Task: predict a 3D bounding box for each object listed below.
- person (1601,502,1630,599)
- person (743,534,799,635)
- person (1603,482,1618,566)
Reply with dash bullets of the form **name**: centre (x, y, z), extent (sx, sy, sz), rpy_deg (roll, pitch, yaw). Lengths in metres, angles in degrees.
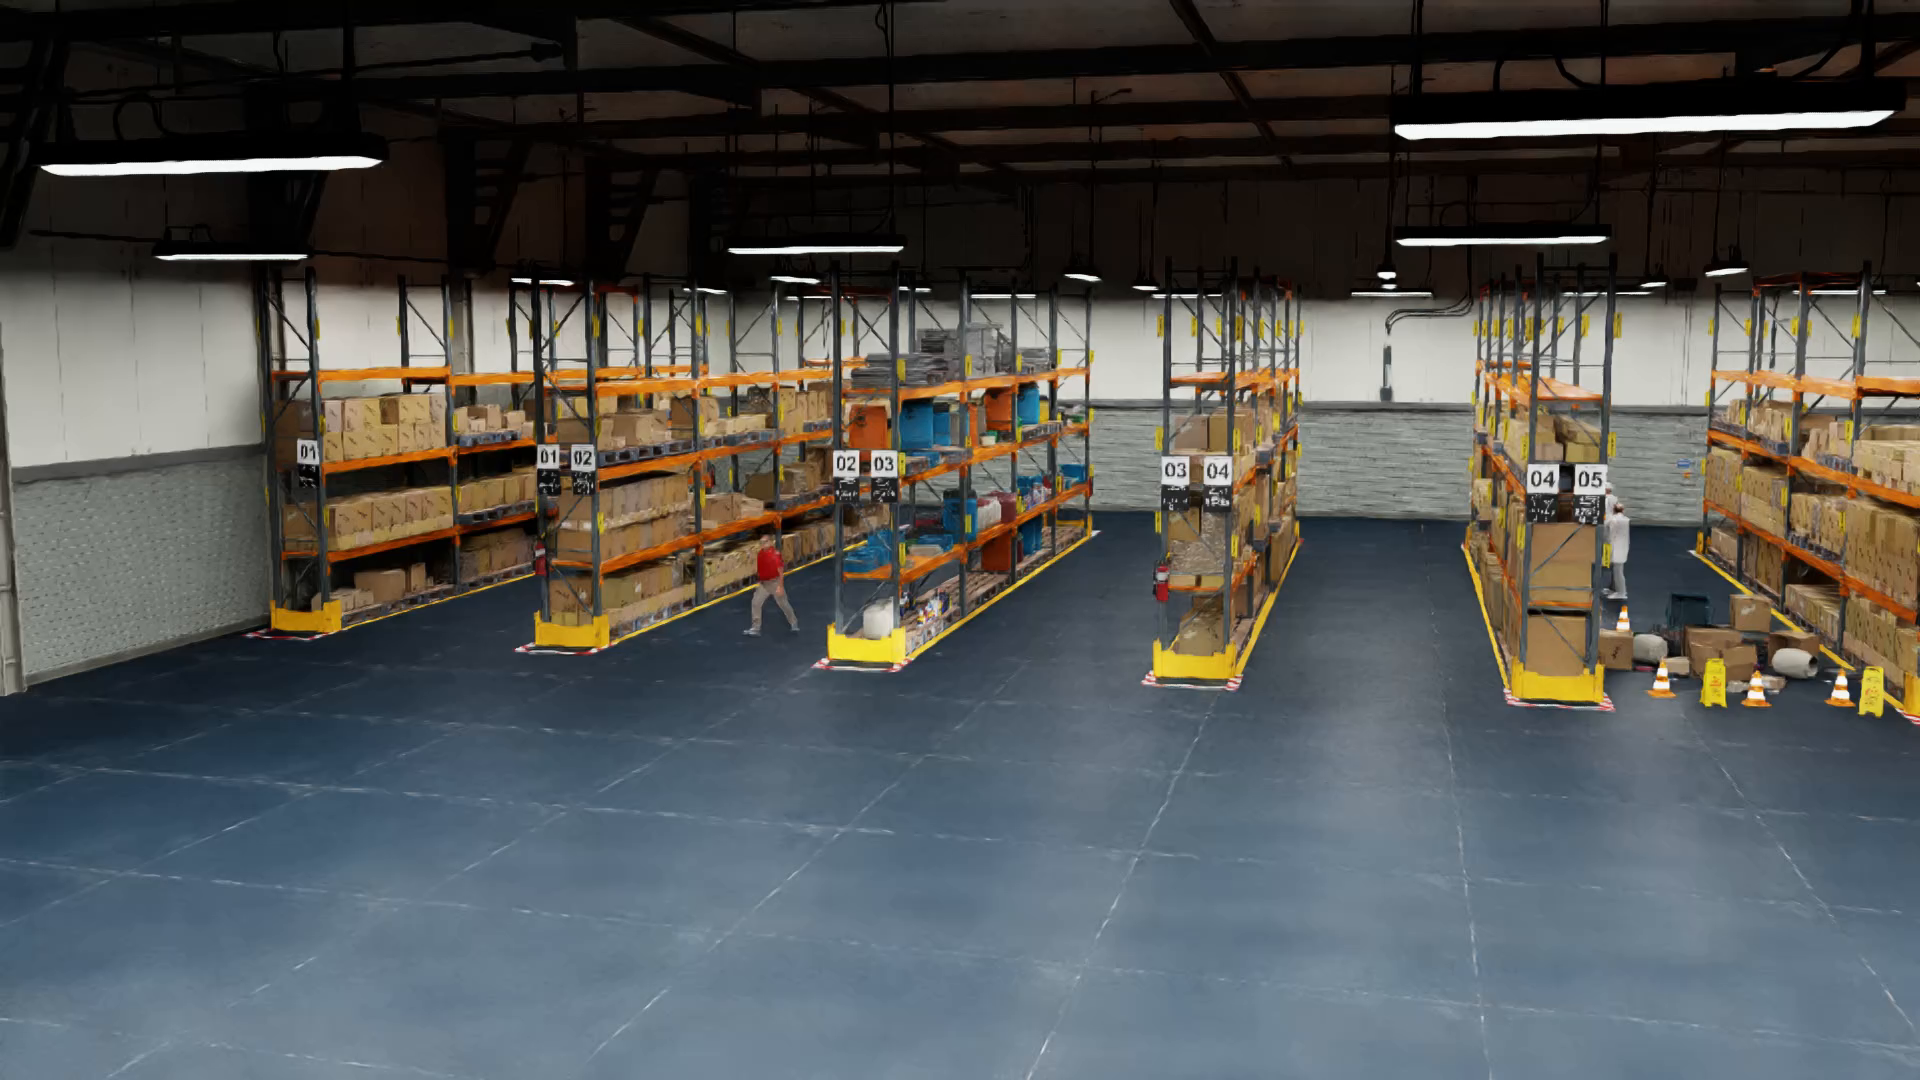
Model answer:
- **person**: centre (12.200, 0.182, 30.971), extent (0.677, 1.767, 0.636), rpy_deg (-7, 10, -44)
- **person**: centre (-3.088, 0.719, 27.303), extent (0.583, 1.668, 0.981), rpy_deg (5, 9, 36)
- **person**: centre (13.677, -0.358, 35.273), extent (0.591, 1.763, 0.685), rpy_deg (6, 9, 38)
